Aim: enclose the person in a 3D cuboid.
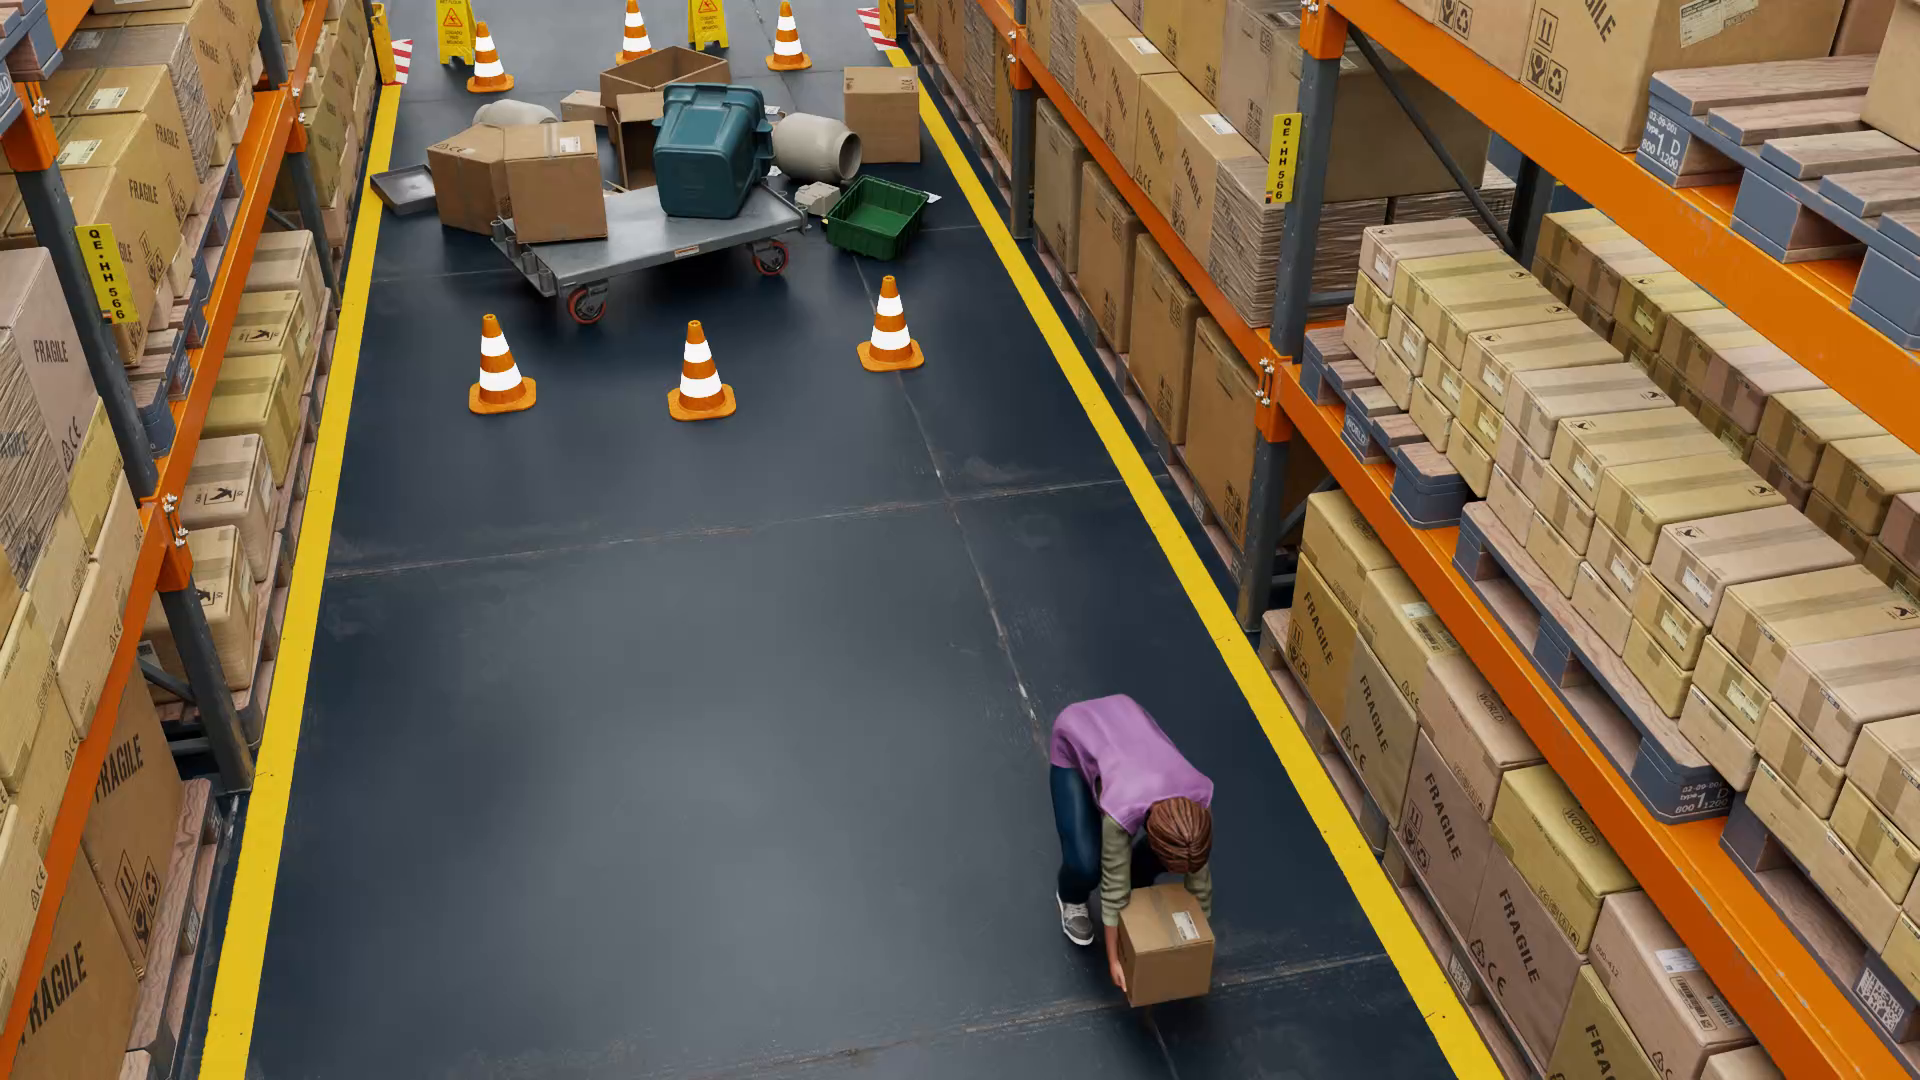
[{"bbox_3d":[0.538,0.985,5.323,0.412,0.928,0.862,-9,36,-13],"label":"person"}]
